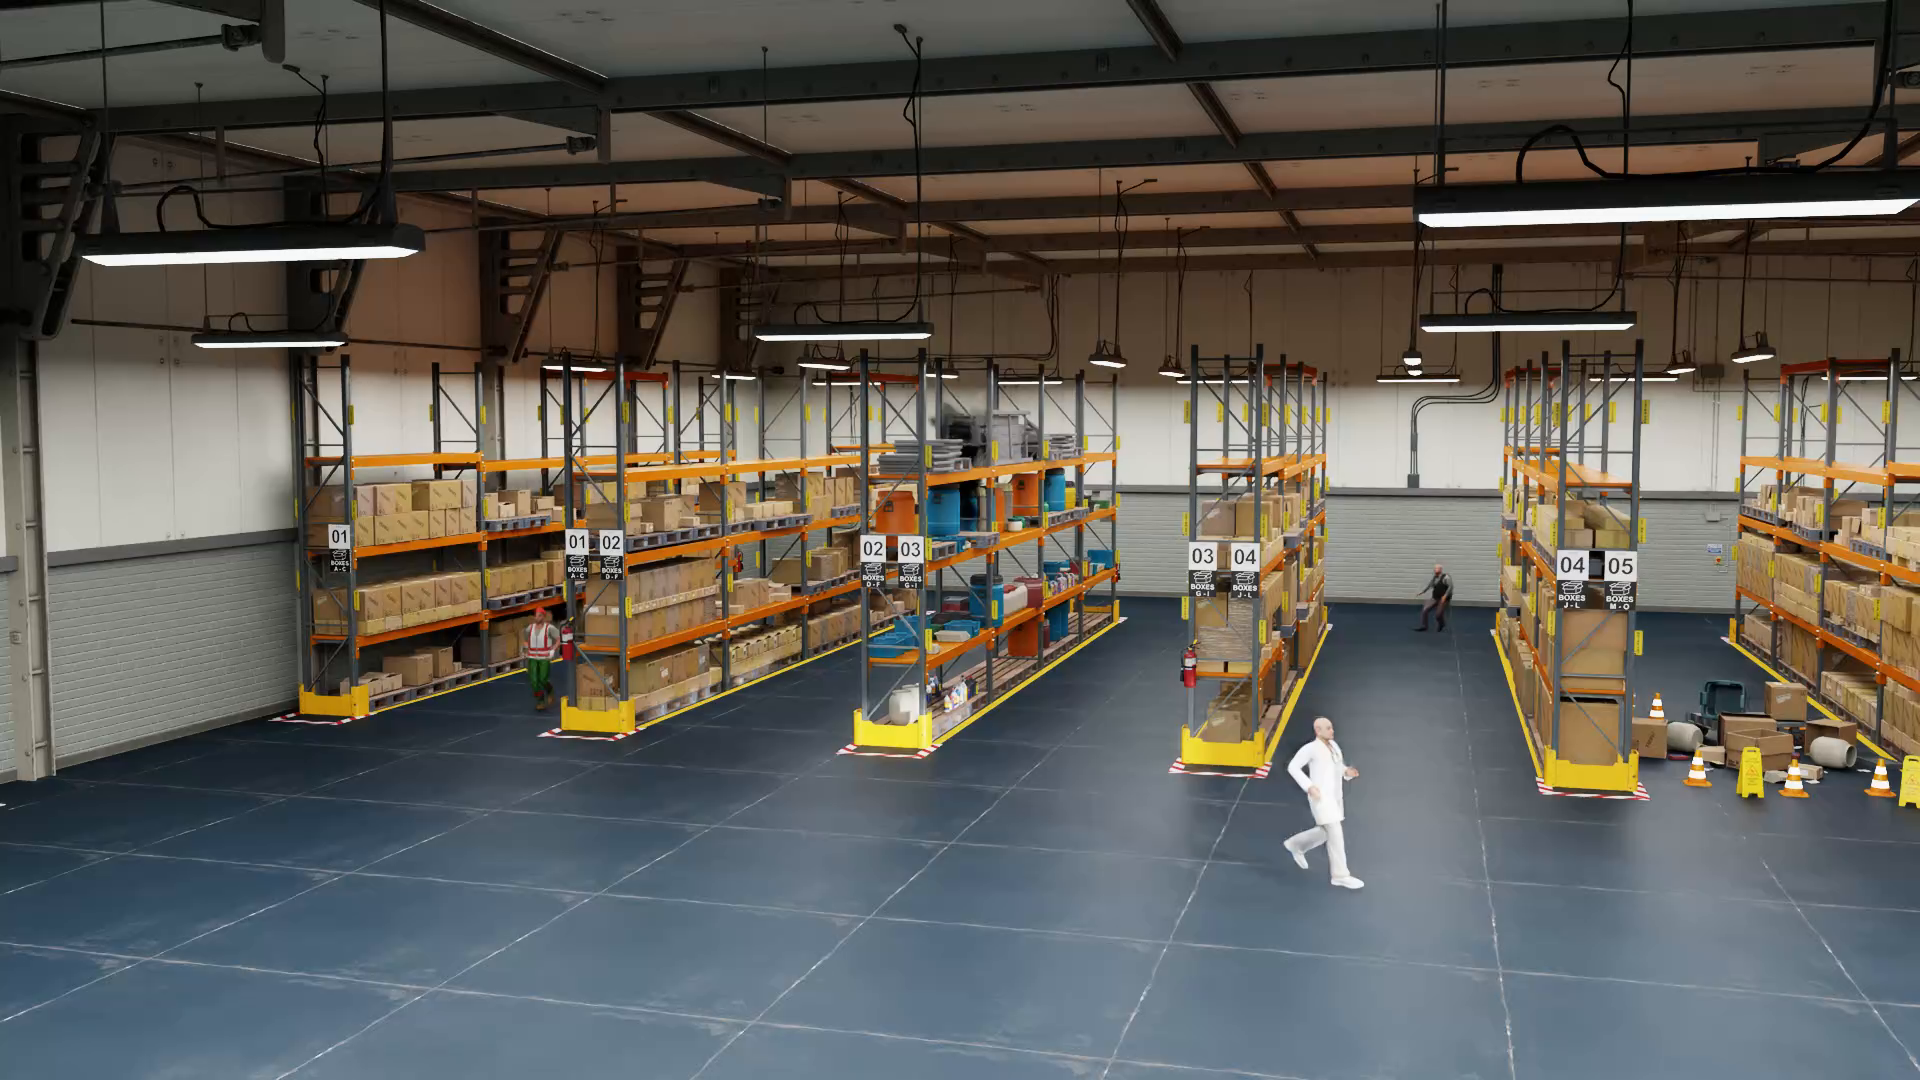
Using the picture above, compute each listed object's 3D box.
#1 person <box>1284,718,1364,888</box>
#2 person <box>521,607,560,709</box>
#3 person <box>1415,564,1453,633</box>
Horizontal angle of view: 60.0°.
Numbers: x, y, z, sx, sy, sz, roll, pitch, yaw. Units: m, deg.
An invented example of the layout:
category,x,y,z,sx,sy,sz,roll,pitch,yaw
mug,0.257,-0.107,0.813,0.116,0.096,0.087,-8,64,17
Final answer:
category,x,y,z,sx,sy,sz,roll,pitch,yaw
person,3.884,2.772,17.780,1.032,1.754,0.714,4,6,43
person,-7.125,2.015,28.186,0.649,1.740,0.601,1,4,8
person,10.950,1.344,38.243,0.542,1.585,0.846,-3,5,-38
